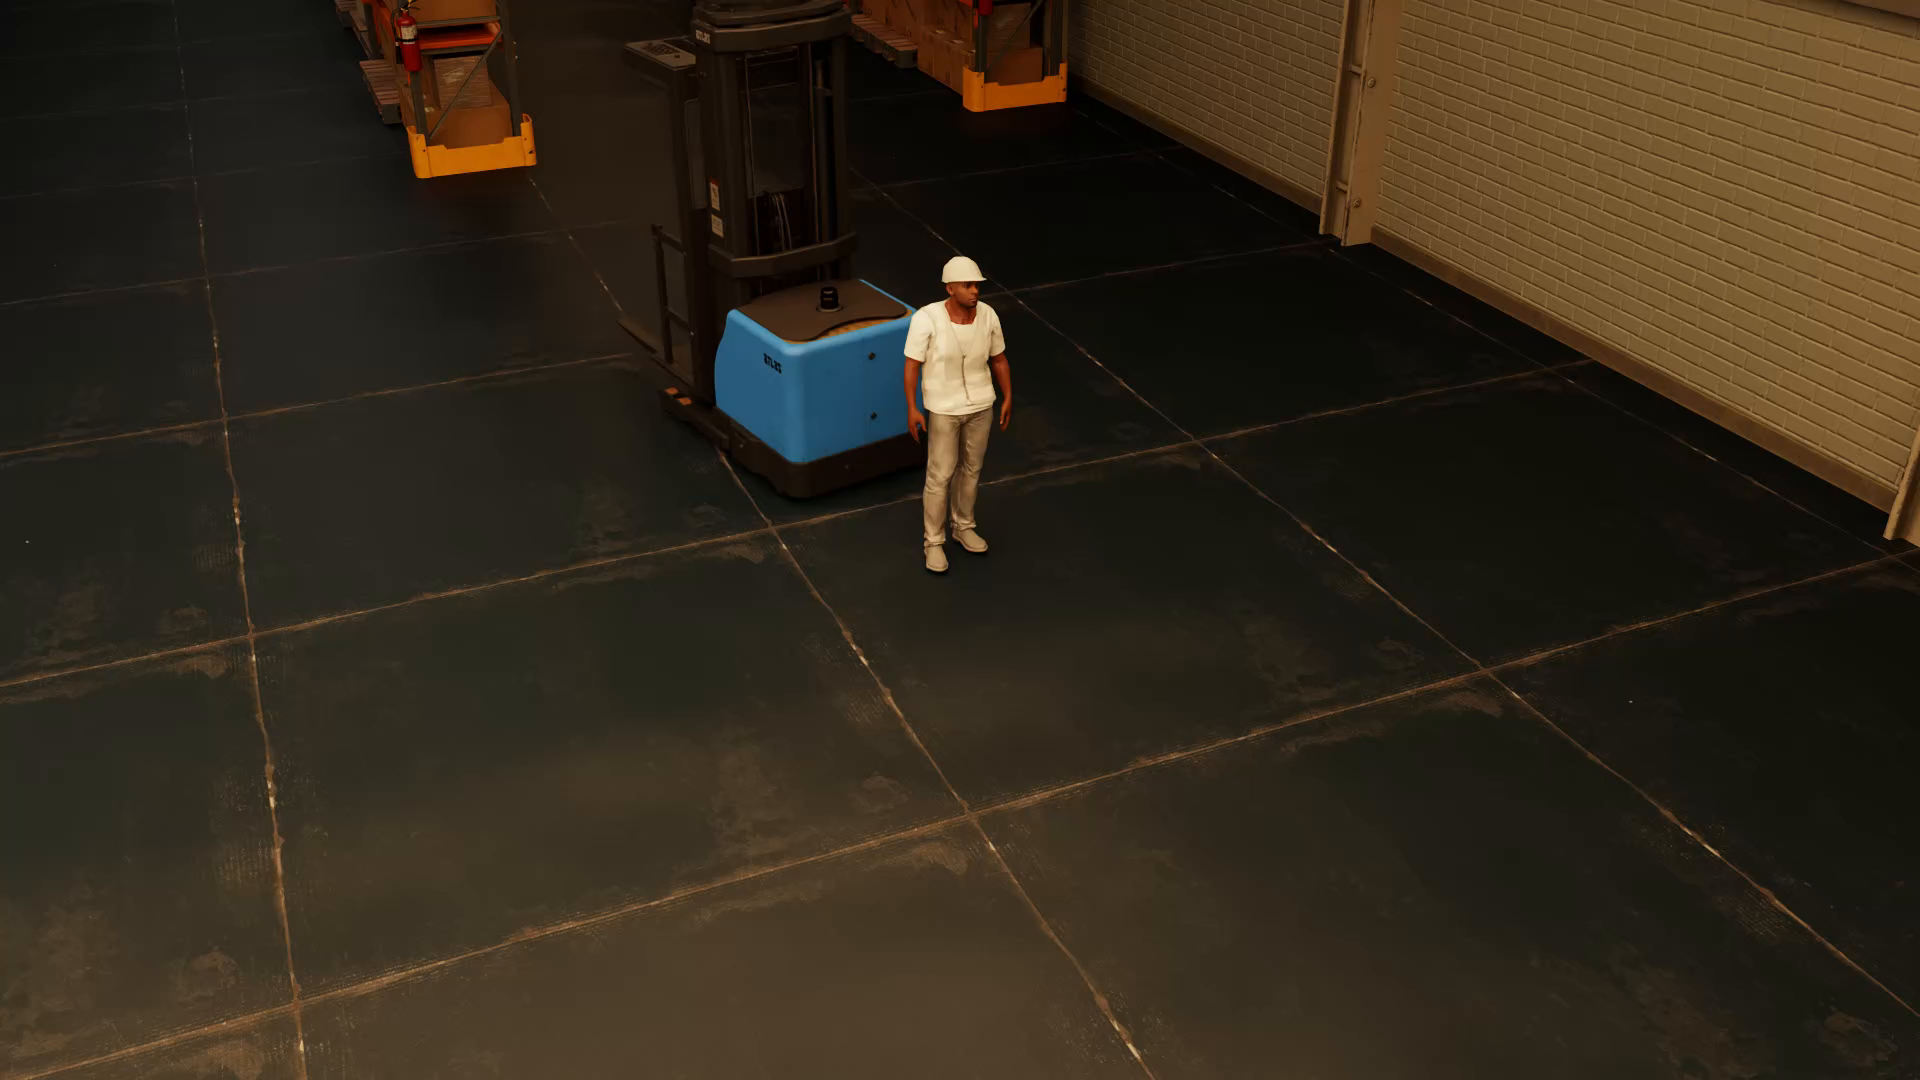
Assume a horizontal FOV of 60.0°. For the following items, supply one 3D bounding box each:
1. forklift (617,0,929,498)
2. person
[{"bbox_3d":[-1.449,-2.215,10.994,1.130,2.935,3.031,-19,35,-30],"label":"forklift"},{"bbox_3d":[0.024,-0.740,9.573,0.666,1.768,0.575,-12,32,-20],"label":"person"}]
